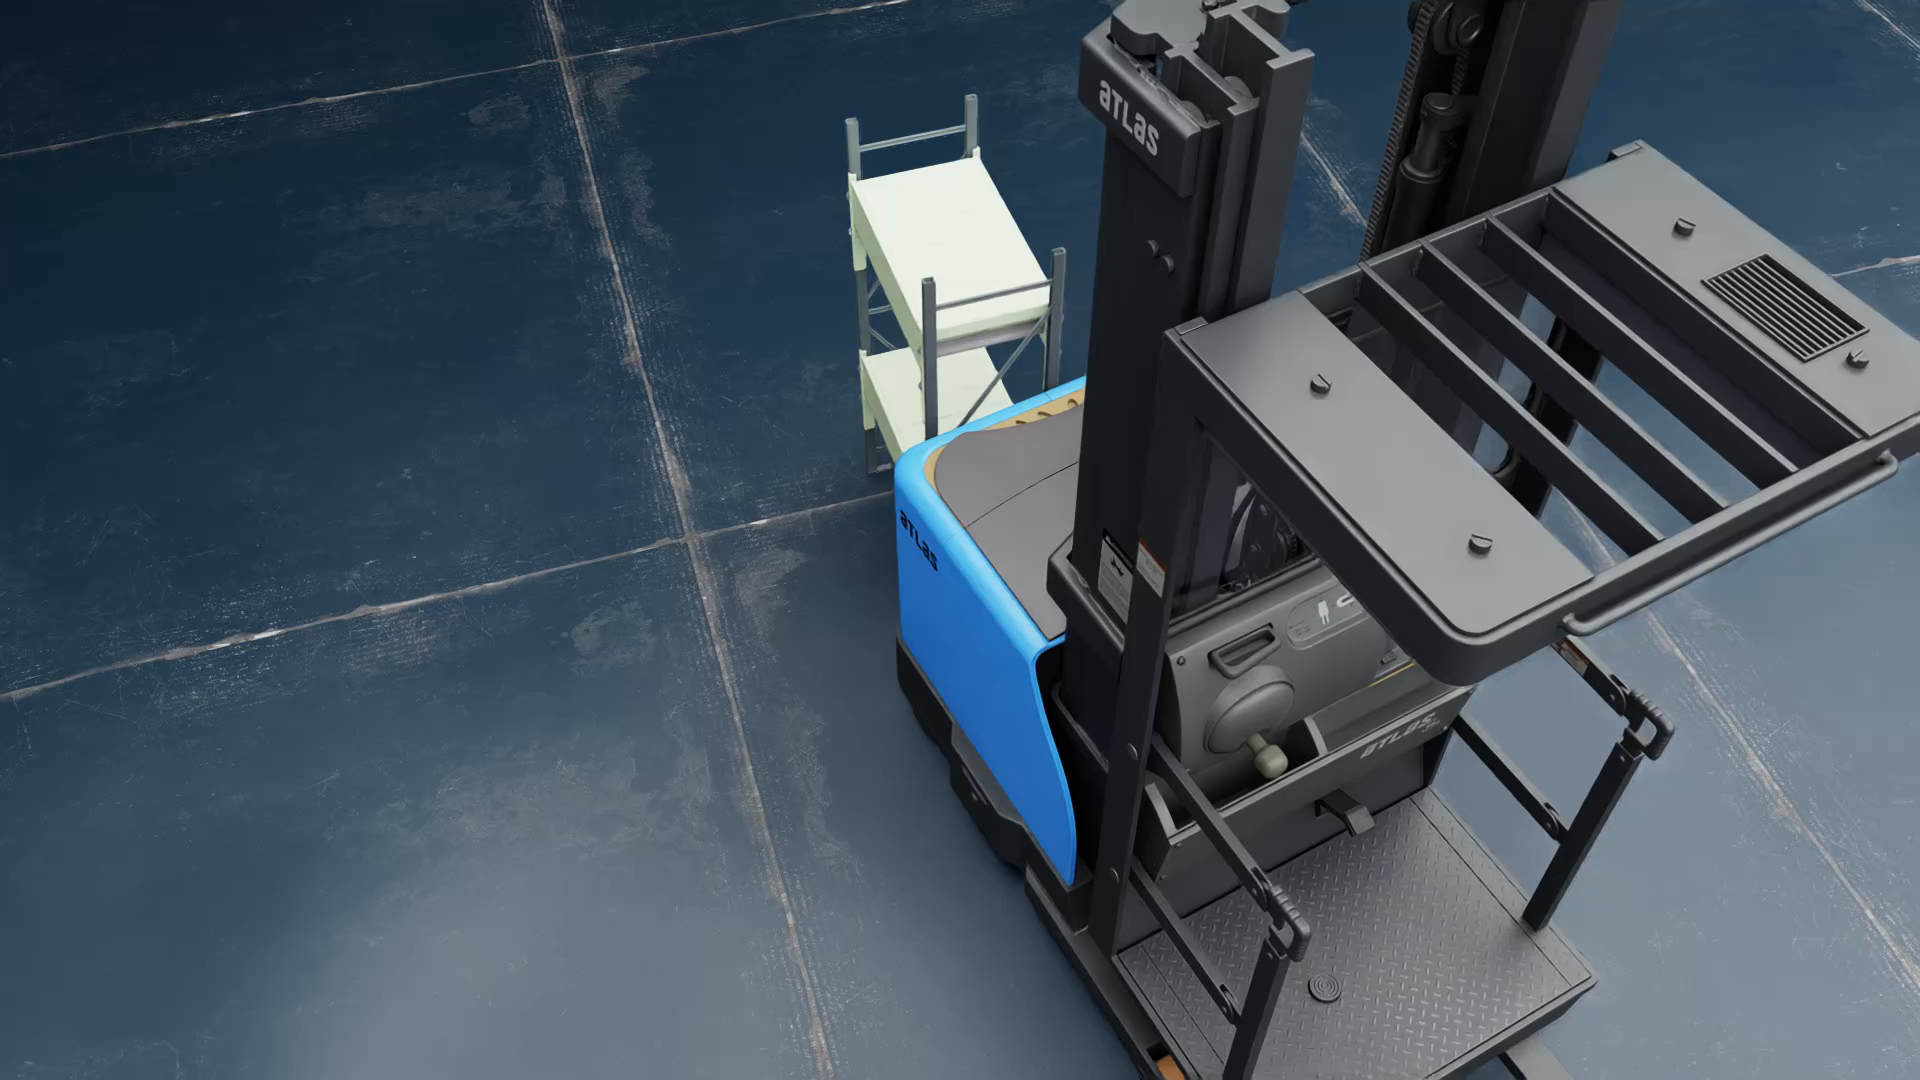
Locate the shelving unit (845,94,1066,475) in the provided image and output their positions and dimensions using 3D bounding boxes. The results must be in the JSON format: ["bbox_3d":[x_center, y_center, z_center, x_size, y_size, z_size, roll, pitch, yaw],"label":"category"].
[{"bbox_3d":[-0.025,-0.509,5.198,0.431,1.500,0.755,-14,51,-12],"label":"shelving unit"}]

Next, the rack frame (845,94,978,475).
[{"bbox_3d":[-0.141,-0.774,5.422,0.400,1.500,0.023,-14,51,-12],"label":"rack frame"}]

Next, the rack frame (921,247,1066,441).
[{"bbox_3d":[0.091,-0.244,4.974,0.400,1.500,0.023,-14,51,-12],"label":"rack frame"}]

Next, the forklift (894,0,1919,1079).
[{"bbox_3d":[0.964,0.312,3.570,1.130,2.935,3.031,-23,54,-18],"label":"forklift"}]

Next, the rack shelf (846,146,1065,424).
[{"bbox_3d":[-0.025,-0.761,4.900,0.431,0.370,0.720,-14,51,-12],"label":"rack shelf"}]

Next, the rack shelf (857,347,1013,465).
[{"bbox_3d":[-0.025,-0.299,5.447,0.431,0.370,0.720,-14,51,-12],"label":"rack shelf"}]
